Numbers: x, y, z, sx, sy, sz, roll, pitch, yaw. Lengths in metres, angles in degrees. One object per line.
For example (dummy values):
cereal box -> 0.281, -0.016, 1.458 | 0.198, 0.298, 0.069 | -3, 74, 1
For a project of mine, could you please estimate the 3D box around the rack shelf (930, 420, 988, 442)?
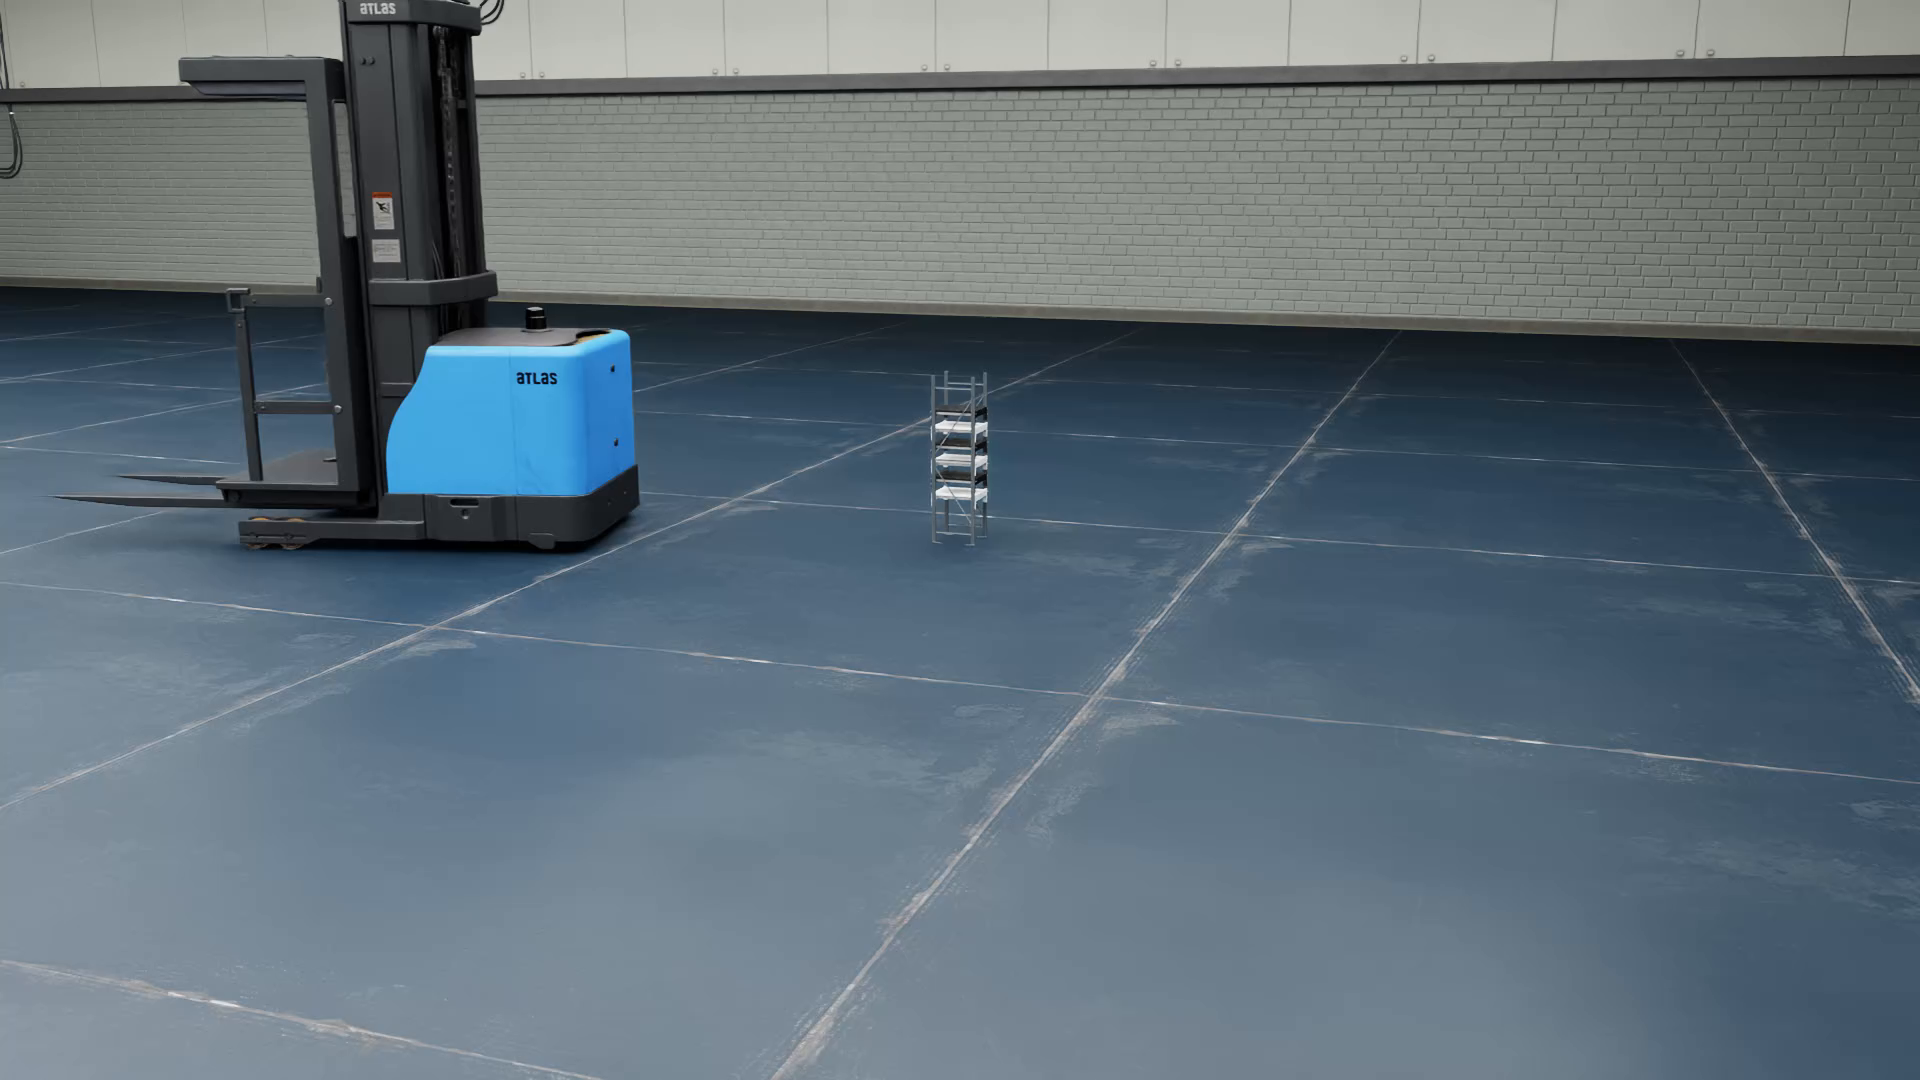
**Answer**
rack shelf -> -0.003, -0.580, 8.848 | 0.258, 0.077, 0.200 | 4, 14, 18

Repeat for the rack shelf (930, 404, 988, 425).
rack shelf -> -0.003, -0.668, 8.828 | 0.258, 0.077, 0.200 | 4, 14, 18

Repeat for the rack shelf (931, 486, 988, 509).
rack shelf -> -0.003, -0.229, 8.928 | 0.258, 0.077, 0.200 | 4, 14, 18

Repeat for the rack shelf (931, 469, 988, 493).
rack shelf -> -0.003, -0.317, 8.908 | 0.258, 0.077, 0.200 | 4, 14, 18

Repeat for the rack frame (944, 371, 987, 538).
rack frame -> 0.030, -0.458, 8.974 | 0.240, 0.900, 0.006 | 4, 14, 18

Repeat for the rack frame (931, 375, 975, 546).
rack frame -> -0.036, -0.416, 8.787 | 0.240, 0.900, 0.006 | 4, 14, 18

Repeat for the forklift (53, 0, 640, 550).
forklift -> -3.385, -1.493, 8.941 | 3.031, 2.935, 1.130 | 1, 13, 5

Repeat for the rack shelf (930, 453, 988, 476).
rack shelf -> -0.003, -0.405, 8.888 | 0.258, 0.077, 0.200 | 4, 14, 18

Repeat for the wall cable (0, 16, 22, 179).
wall cable -> -16.407, -7.077, 26.749 | 3.097, 2.526, 0.112 | 4, 14, 18

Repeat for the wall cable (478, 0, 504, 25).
wall cable -> -7.430, -9.562, 23.016 | 2.305, 6.003, 0.169 | 4, 14, 18

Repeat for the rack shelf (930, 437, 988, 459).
rack shelf -> -0.003, -0.492, 8.868 | 0.258, 0.077, 0.200 | 4, 14, 18

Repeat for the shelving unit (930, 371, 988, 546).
shelving unit -> -0.003, -0.437, 8.880 | 0.258, 0.900, 0.210 | 4, 14, 18
